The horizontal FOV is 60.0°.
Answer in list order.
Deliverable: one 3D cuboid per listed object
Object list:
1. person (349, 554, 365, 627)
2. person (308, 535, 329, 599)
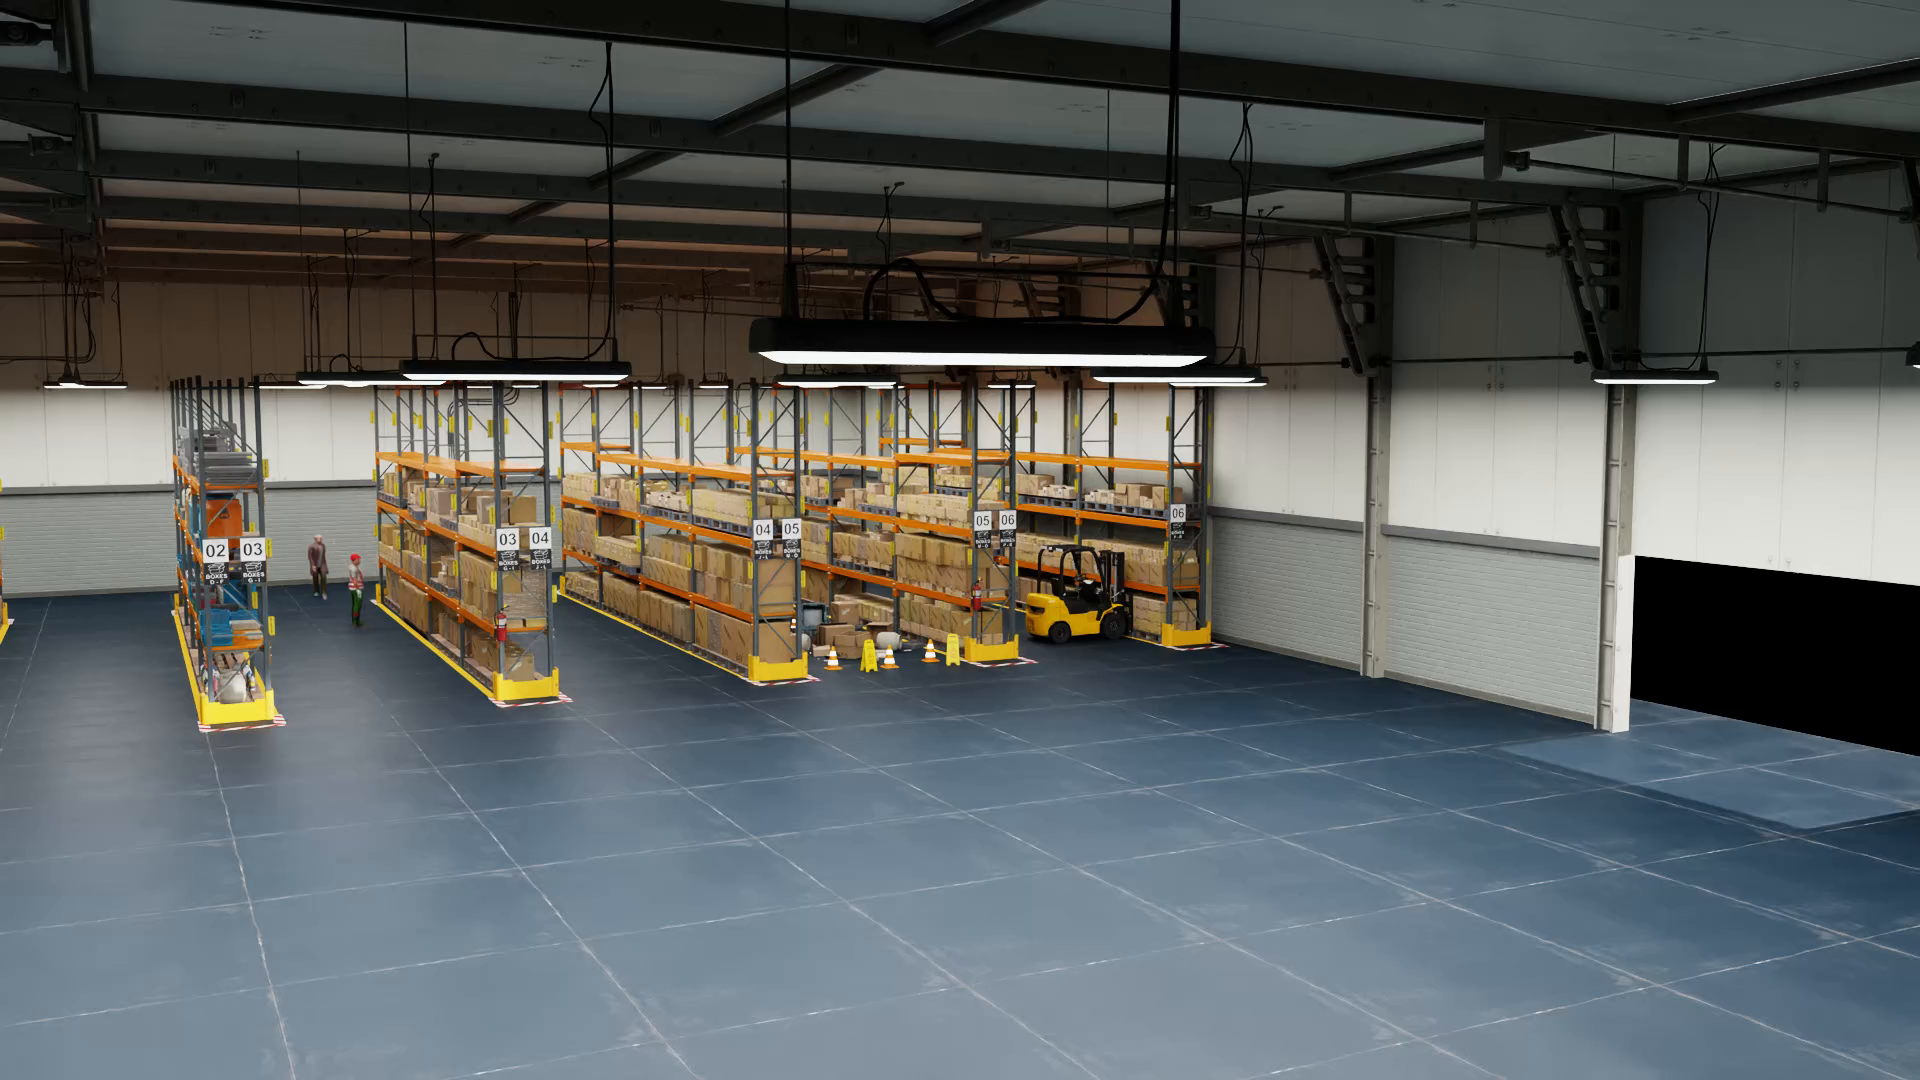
[{"bbox_3d":[-14.720,1.216,40.673,0.465,1.790,0.589,-4,7,-39],"label":"person"},{"bbox_3d":[-17.826,0.735,46.173,0.535,1.765,0.949,-2,6,-24],"label":"person"}]
